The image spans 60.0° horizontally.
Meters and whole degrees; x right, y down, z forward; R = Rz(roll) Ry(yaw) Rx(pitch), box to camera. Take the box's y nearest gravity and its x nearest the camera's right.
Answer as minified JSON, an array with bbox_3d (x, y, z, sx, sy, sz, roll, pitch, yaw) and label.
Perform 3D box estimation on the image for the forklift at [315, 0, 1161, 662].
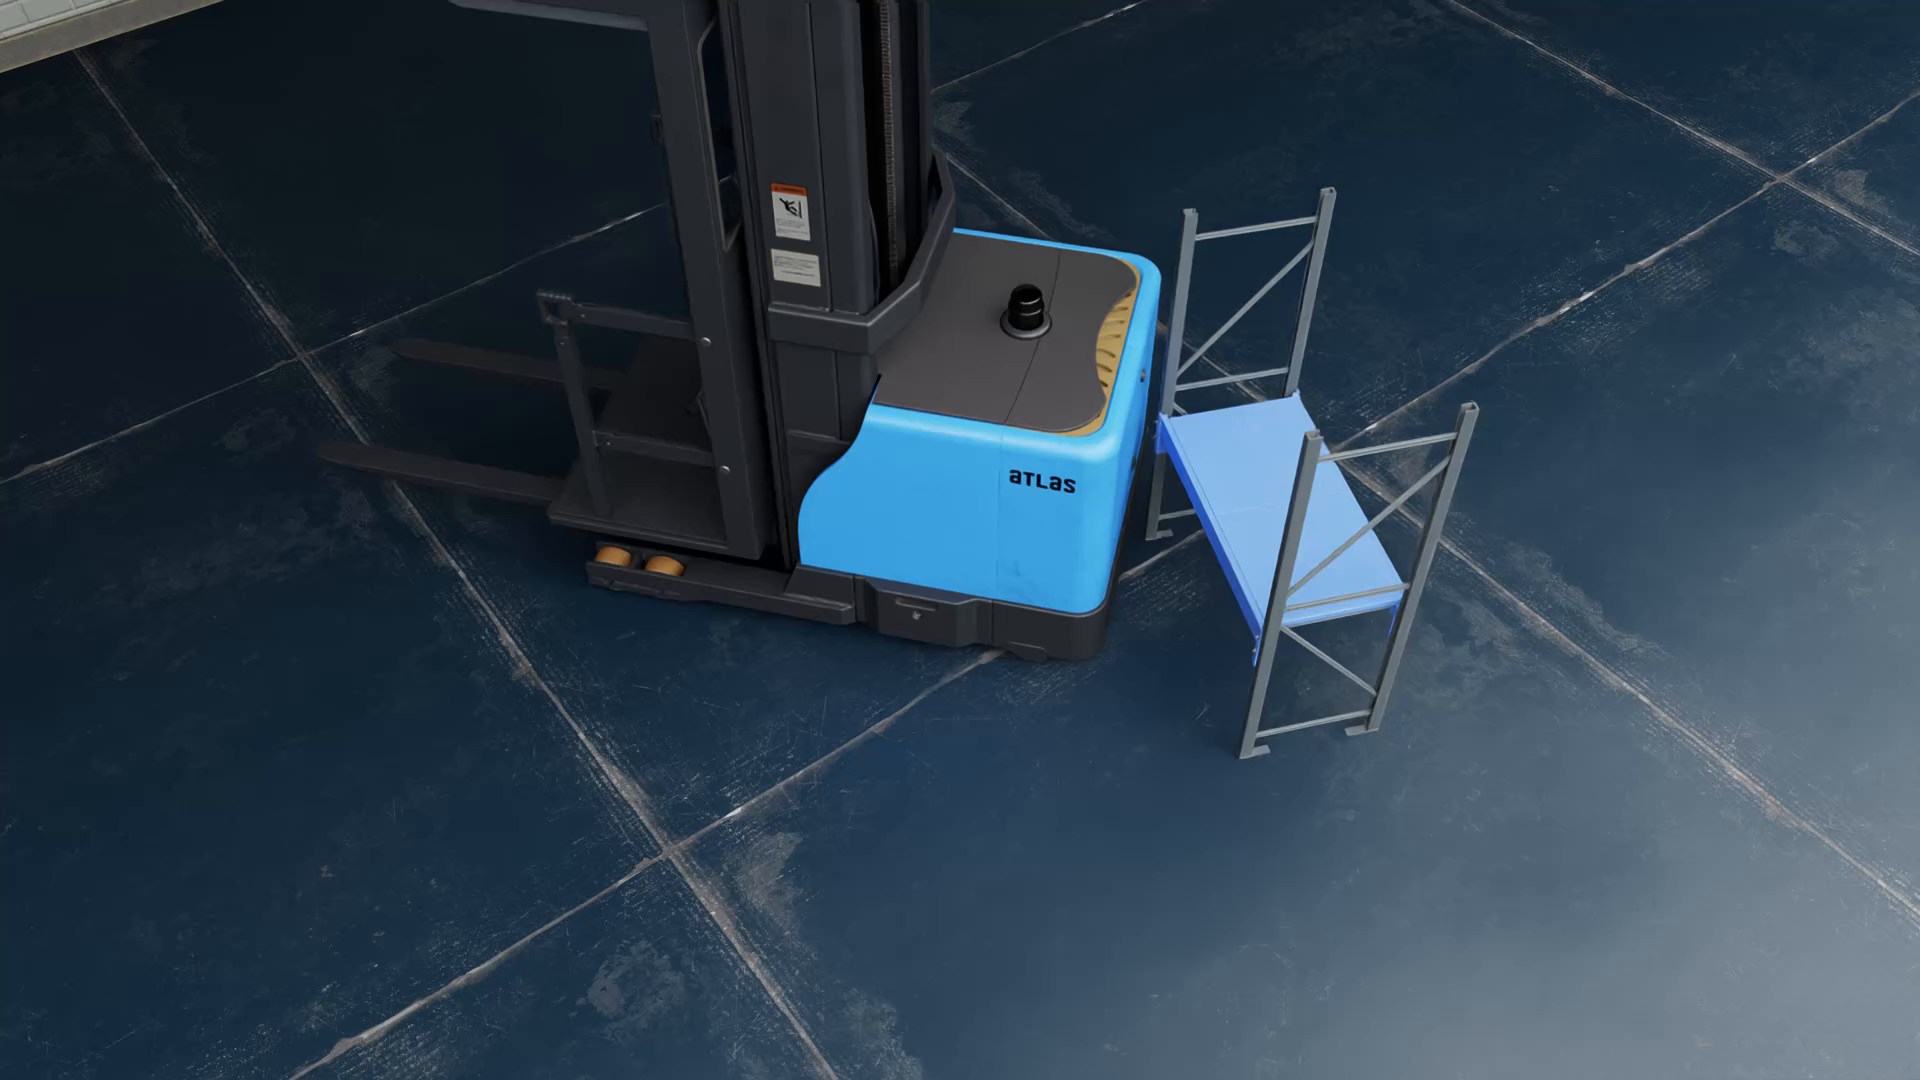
[{"bbox_3d":[-0.873,-1.138,5.304,3.031,2.935,1.130,10,49,9],"label":"forklift"}]

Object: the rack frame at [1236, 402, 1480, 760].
[{"bbox_3d":[1.177,0.179,5.075,0.500,1.500,0.032,-10,49,-9],"label":"rack frame"}]

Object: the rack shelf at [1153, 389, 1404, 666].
[{"bbox_3d":[1.056,-0.066,5.540,0.538,0.185,1.000,-10,49,-9],"label":"rack shelf"}]

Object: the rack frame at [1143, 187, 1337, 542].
[{"bbox_3d":[0.935,-0.553,5.739,0.500,1.500,0.032,-10,49,-9],"label":"rack frame"}]

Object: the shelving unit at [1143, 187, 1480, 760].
[{"bbox_3d":[1.056,-0.187,5.407,0.538,1.500,1.048,-10,49,-9],"label":"shelving unit"}]
